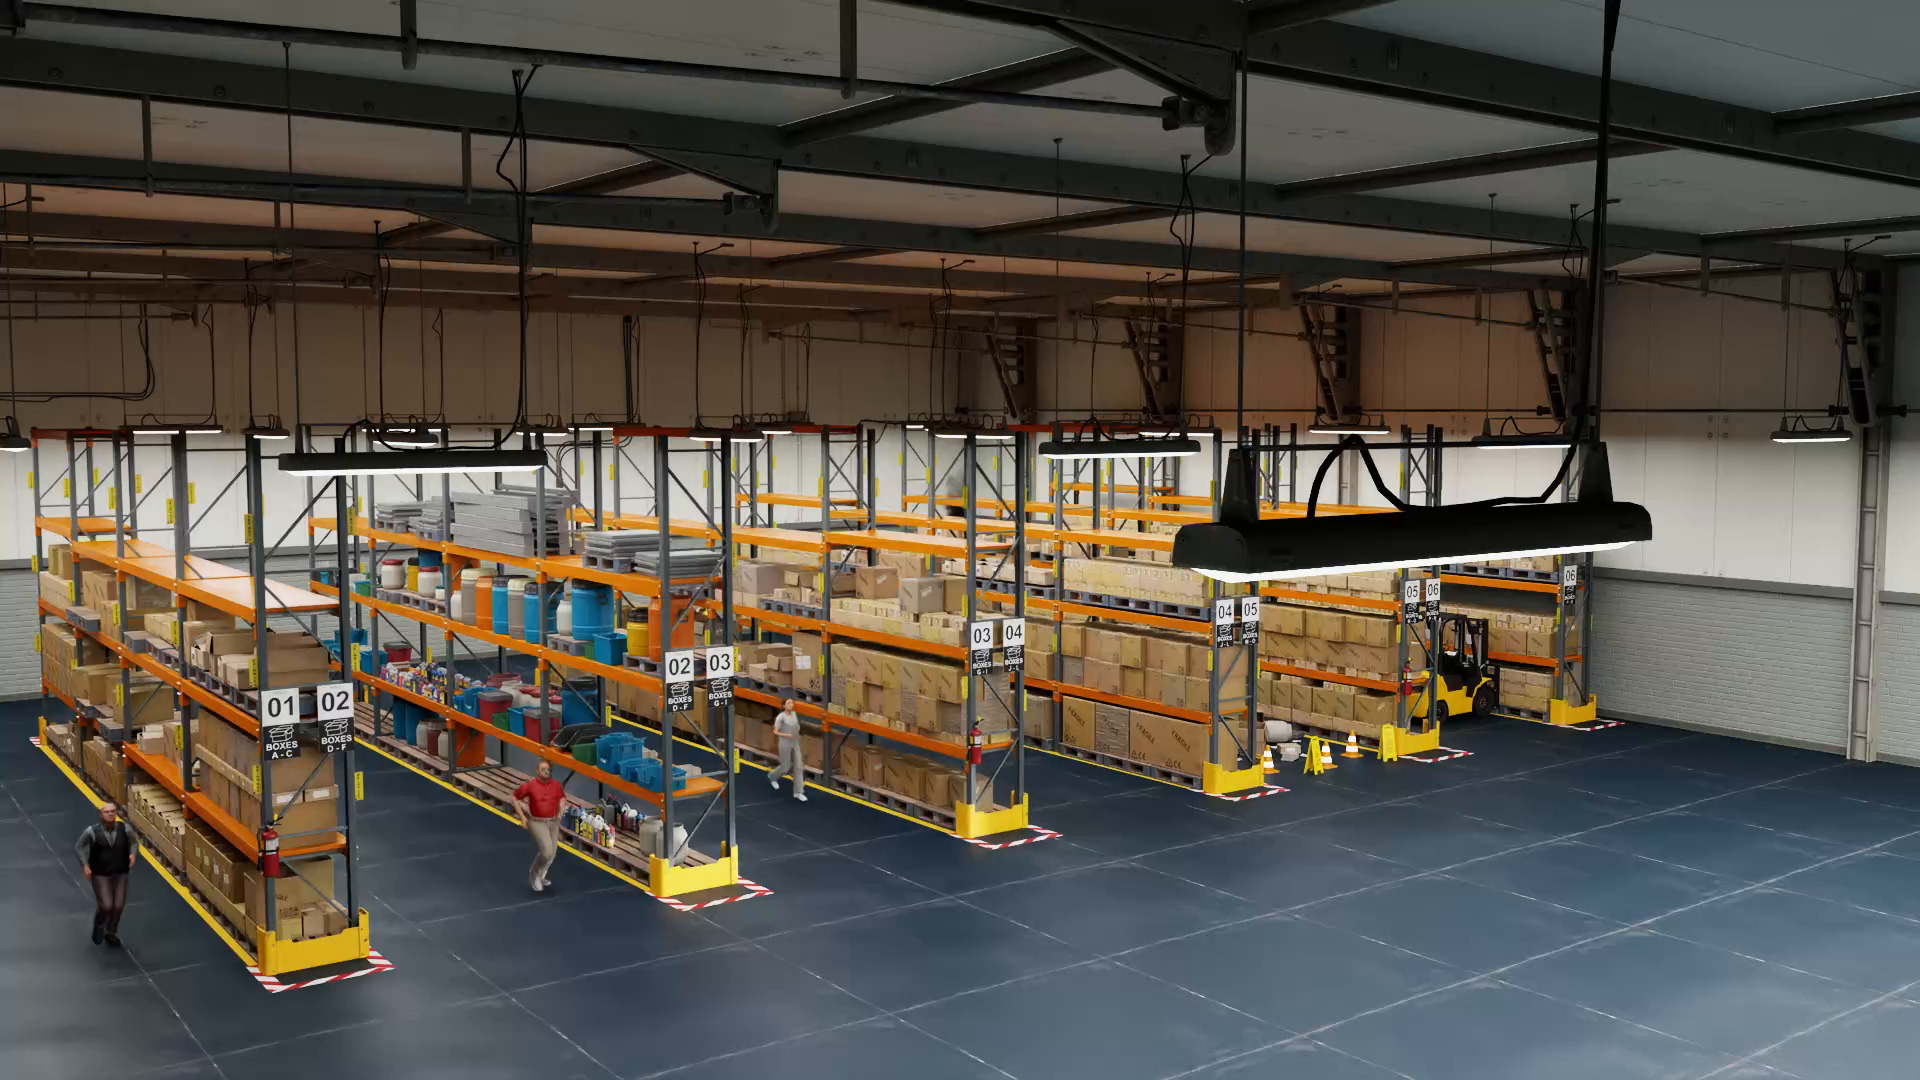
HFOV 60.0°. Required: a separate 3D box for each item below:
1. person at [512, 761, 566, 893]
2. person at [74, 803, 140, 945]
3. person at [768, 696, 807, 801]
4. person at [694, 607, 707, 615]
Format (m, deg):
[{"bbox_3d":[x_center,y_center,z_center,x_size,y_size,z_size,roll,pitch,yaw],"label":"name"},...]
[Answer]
[{"bbox_3d":[-5.443,3.765,21.842,0.677,1.717,0.646,4,6,42],"label":"person"},{"bbox_3d":[-9.990,3.944,19.588,0.667,1.686,0.593,-4,6,-43],"label":"person"},{"bbox_3d":[-2.800,3.367,27.081,0.568,1.663,0.934,-4,6,-44],"label":"person"},{"bbox_3d":[-6.540,2.283,40.940,0.940,1.667,0.863,-3,5,-31],"label":"person"}]
